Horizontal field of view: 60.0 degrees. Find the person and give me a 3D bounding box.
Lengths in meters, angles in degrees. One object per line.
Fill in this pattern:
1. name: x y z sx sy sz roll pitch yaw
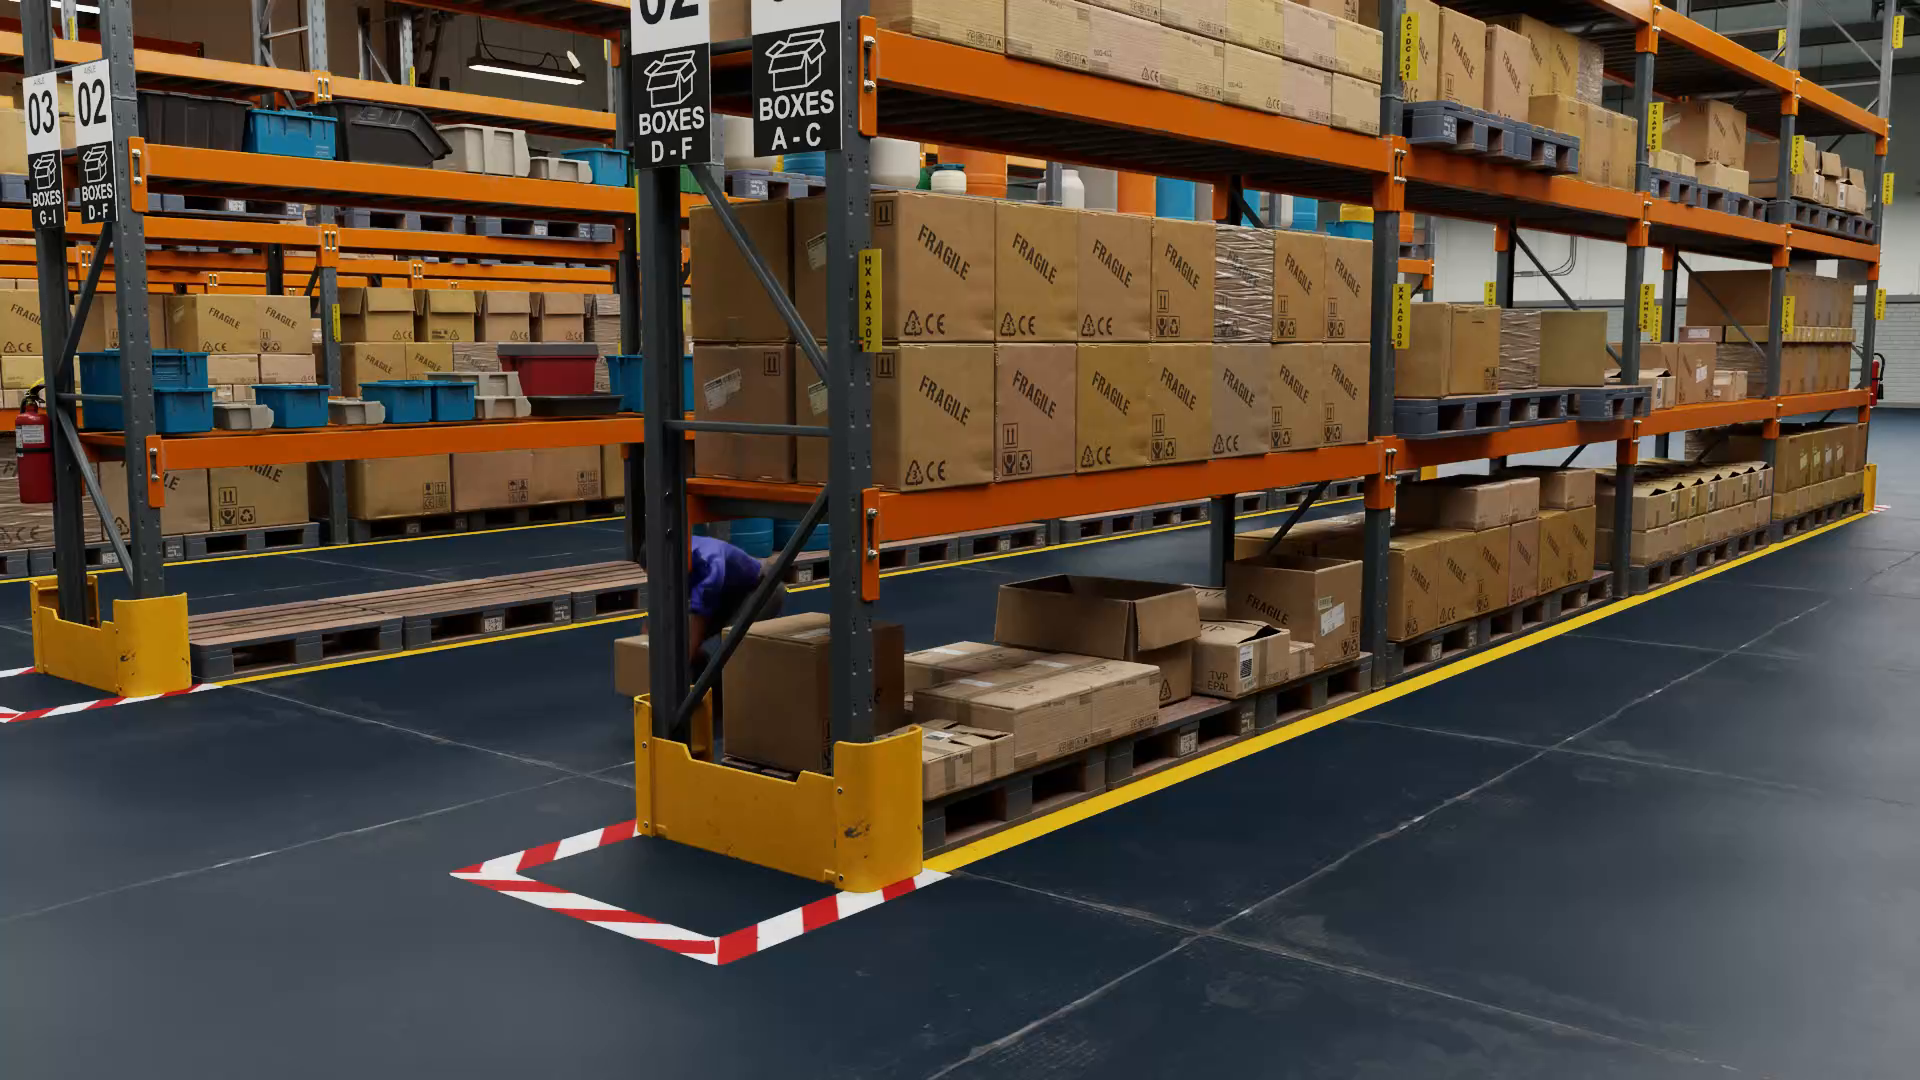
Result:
1. person: -1.185 0.412 7.841 0.472 0.946 0.860 5 8 36
